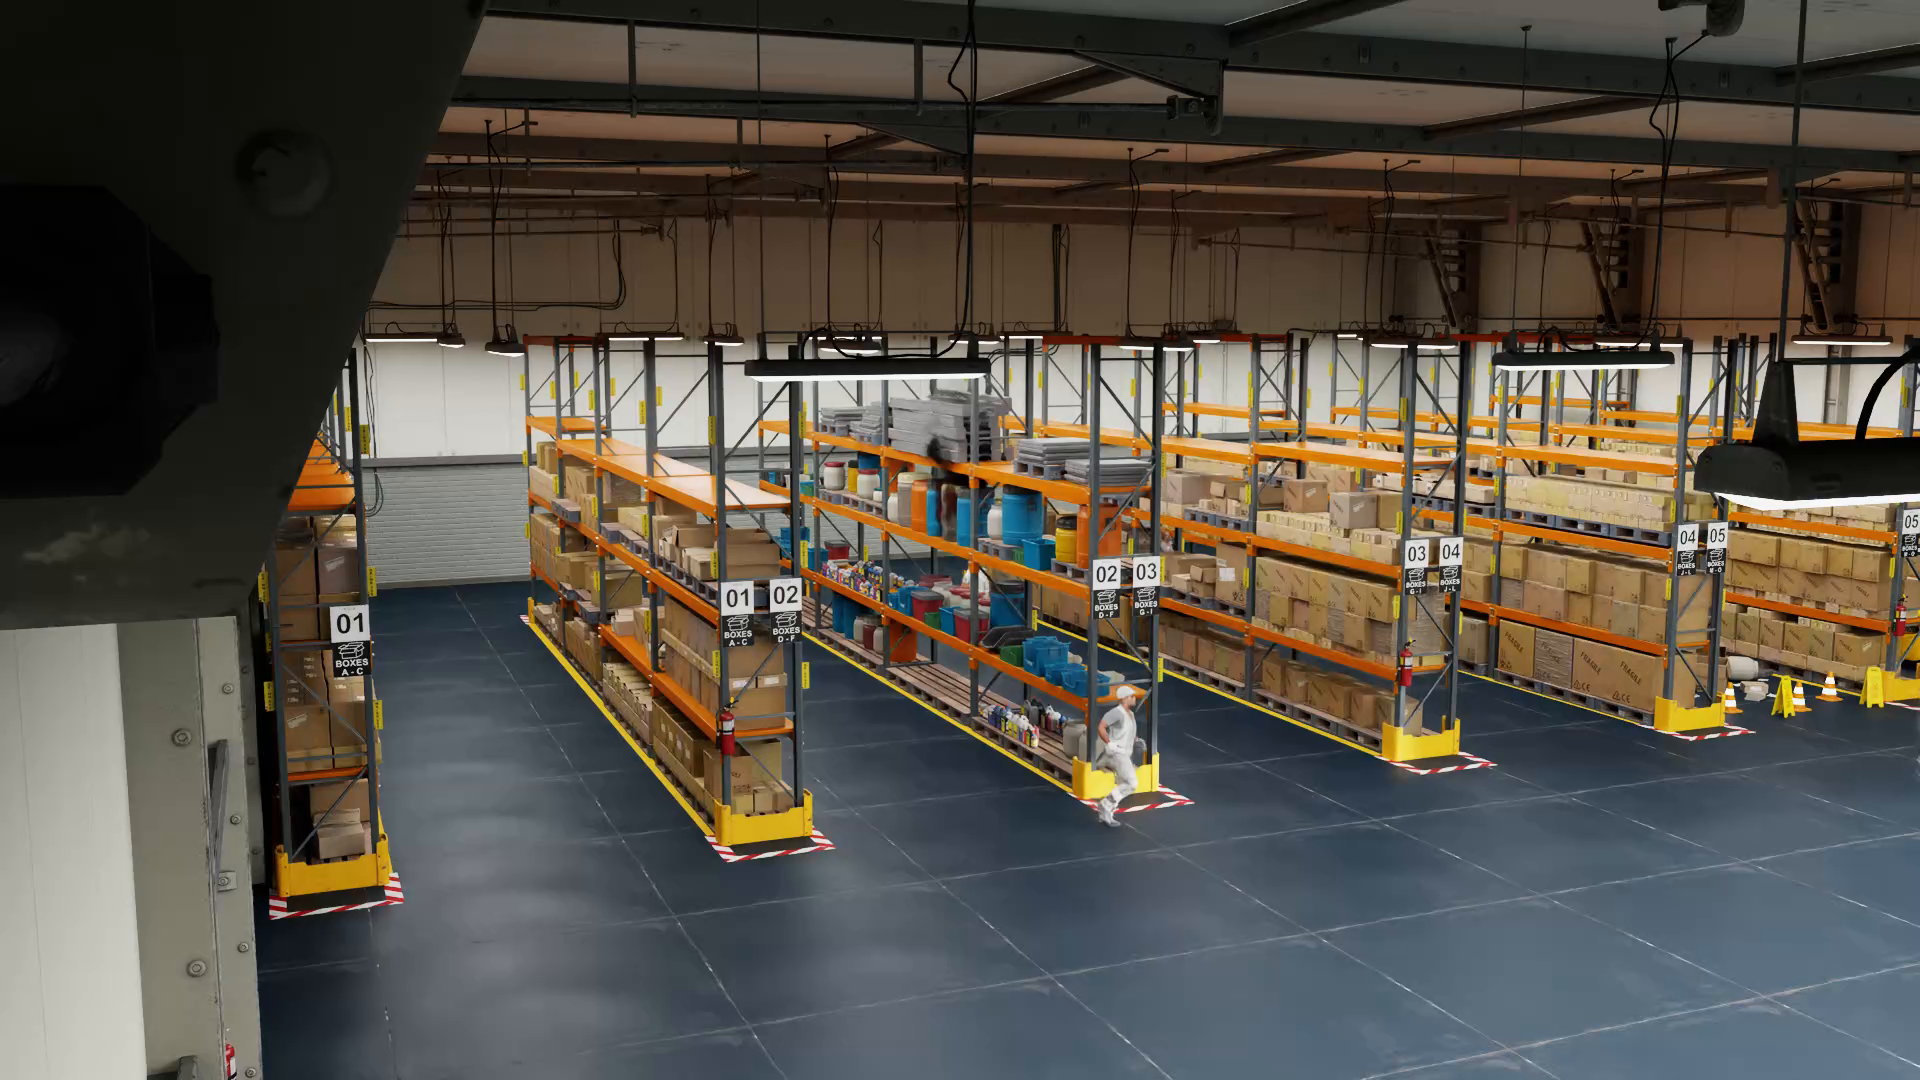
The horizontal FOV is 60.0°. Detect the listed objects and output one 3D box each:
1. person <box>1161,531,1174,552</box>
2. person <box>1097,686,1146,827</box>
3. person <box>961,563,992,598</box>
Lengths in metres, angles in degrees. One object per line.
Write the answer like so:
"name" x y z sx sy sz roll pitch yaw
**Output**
"person" 4.621 0.585 37.552 0.565 1.565 0.622 -3 8 -23
"person" 2.065 2.701 20.897 0.550 1.736 0.701 3 8 21
"person" 0.355 1.132 32.714 0.664 1.742 0.602 -6 9 -37
